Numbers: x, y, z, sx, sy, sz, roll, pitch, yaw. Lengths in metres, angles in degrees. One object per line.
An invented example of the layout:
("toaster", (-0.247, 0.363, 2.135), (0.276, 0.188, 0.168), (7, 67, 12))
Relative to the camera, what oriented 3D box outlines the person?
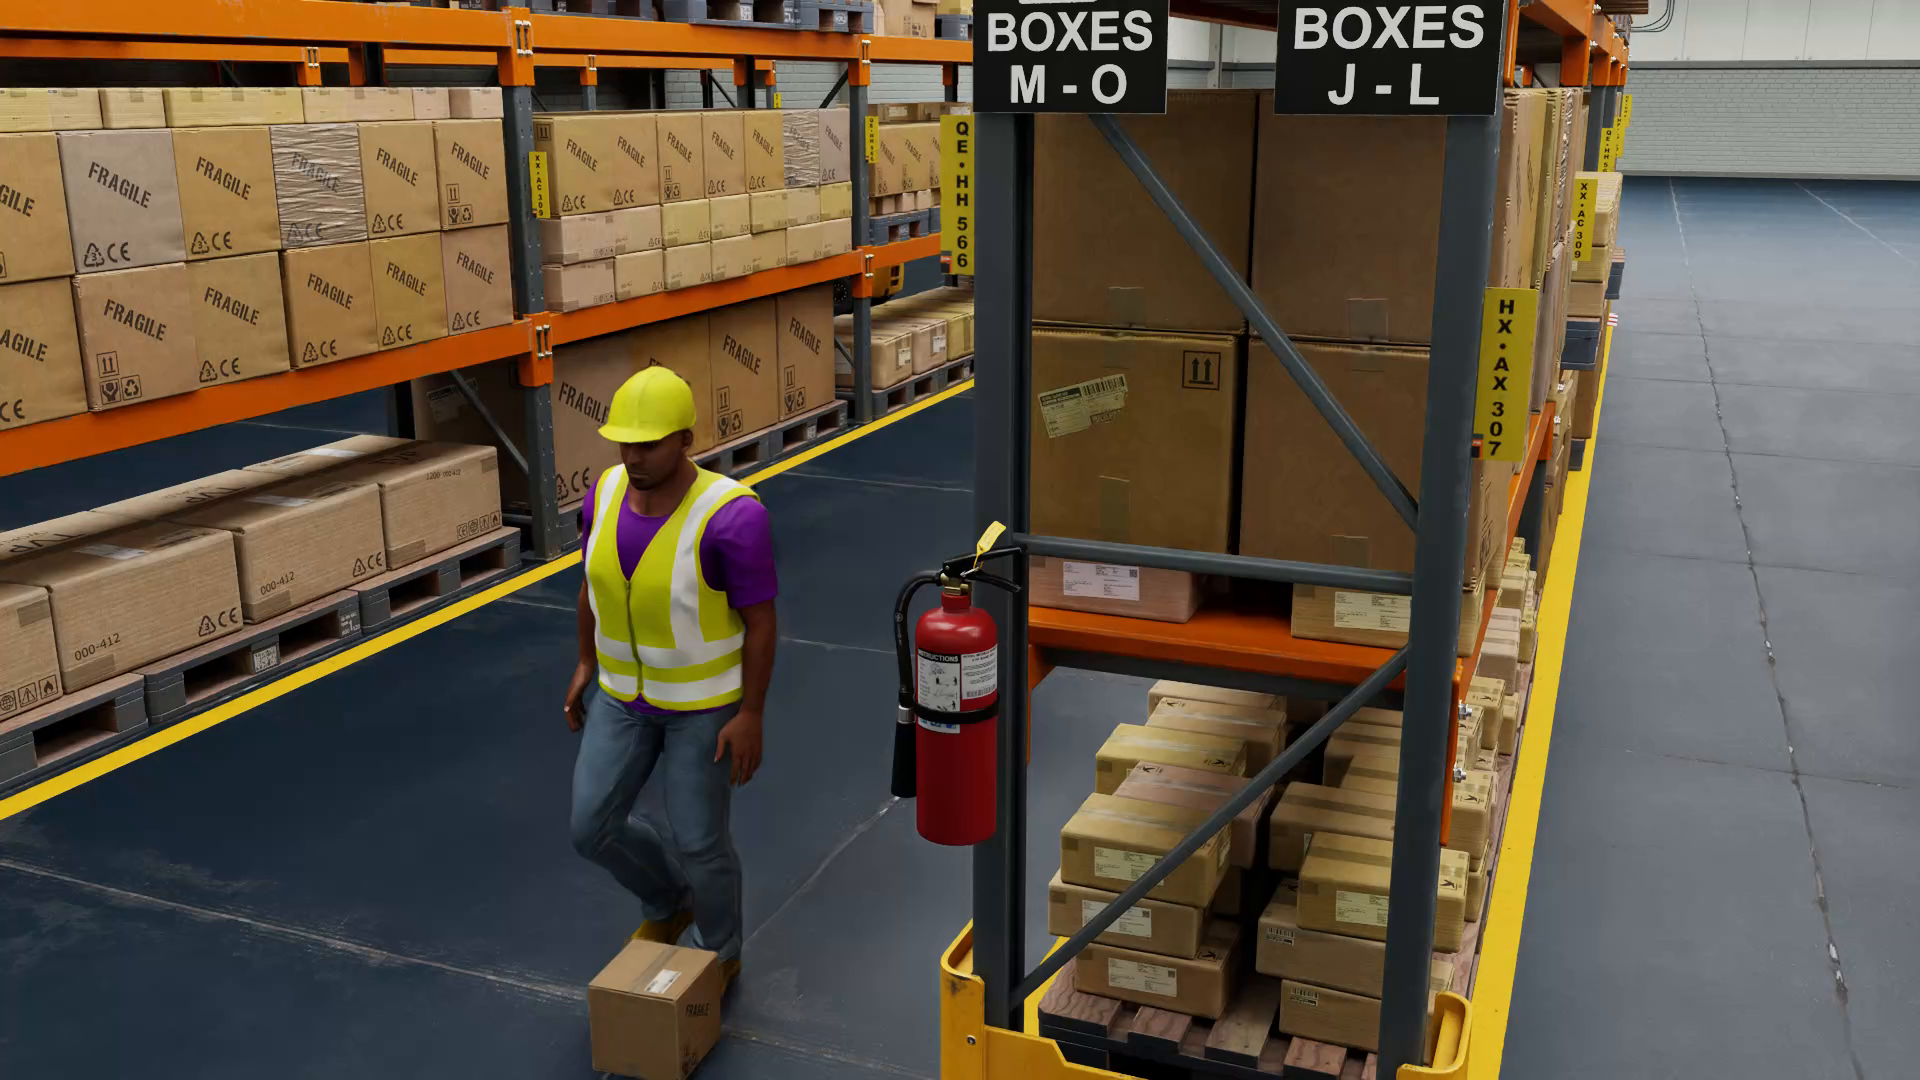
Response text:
("person", (-0.779, 0.404, 4.387), (0.652, 1.755, 0.449), (7, 17, 25))
